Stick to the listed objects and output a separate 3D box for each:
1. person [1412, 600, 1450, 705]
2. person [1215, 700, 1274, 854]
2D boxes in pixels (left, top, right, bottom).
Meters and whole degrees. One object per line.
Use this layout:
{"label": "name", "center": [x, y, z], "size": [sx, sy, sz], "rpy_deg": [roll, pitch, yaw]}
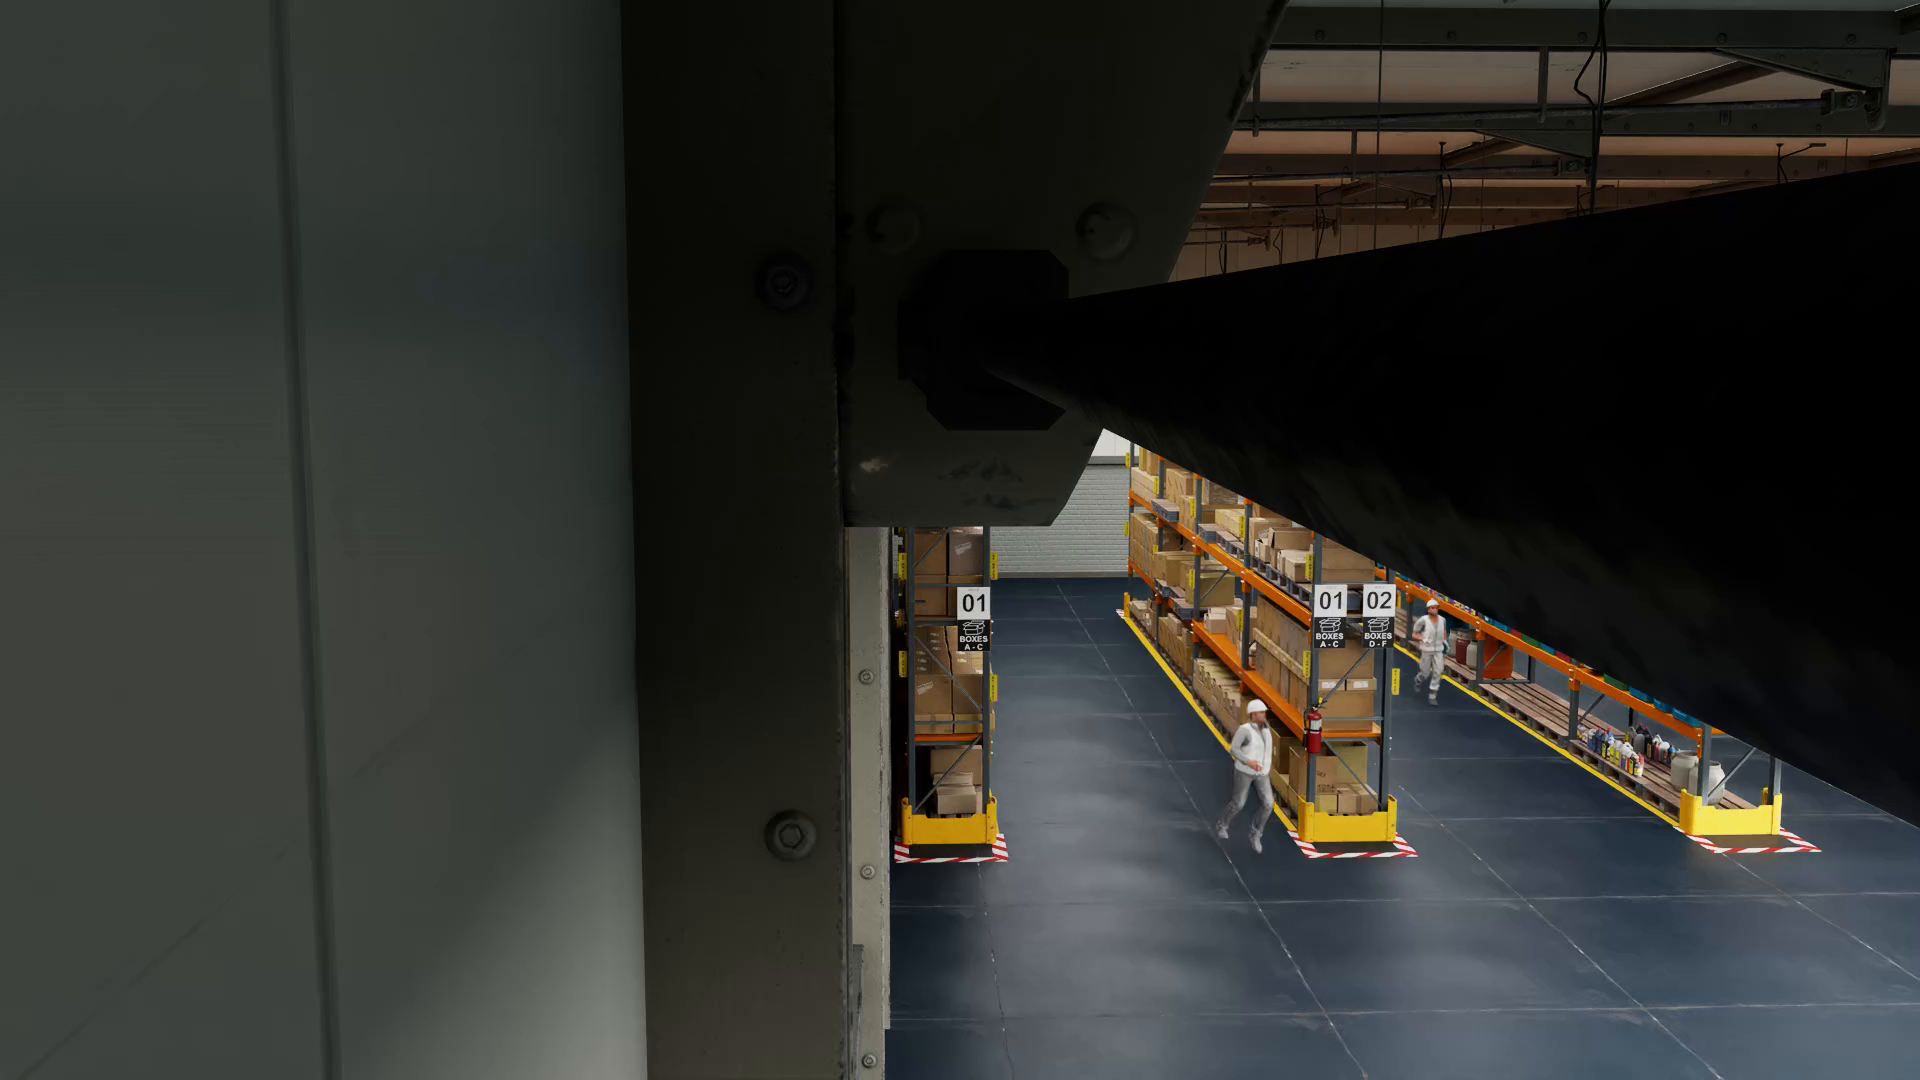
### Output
{"label": "person", "center": [7.926, 1.869, 28.042], "size": [0.663, 1.757, 0.782], "rpy_deg": [-1, 7, -7]}
{"label": "person", "center": [3.536, 2.819, 20.107], "size": [0.732, 1.795, 0.697], "rpy_deg": [-4, 8, -29]}
